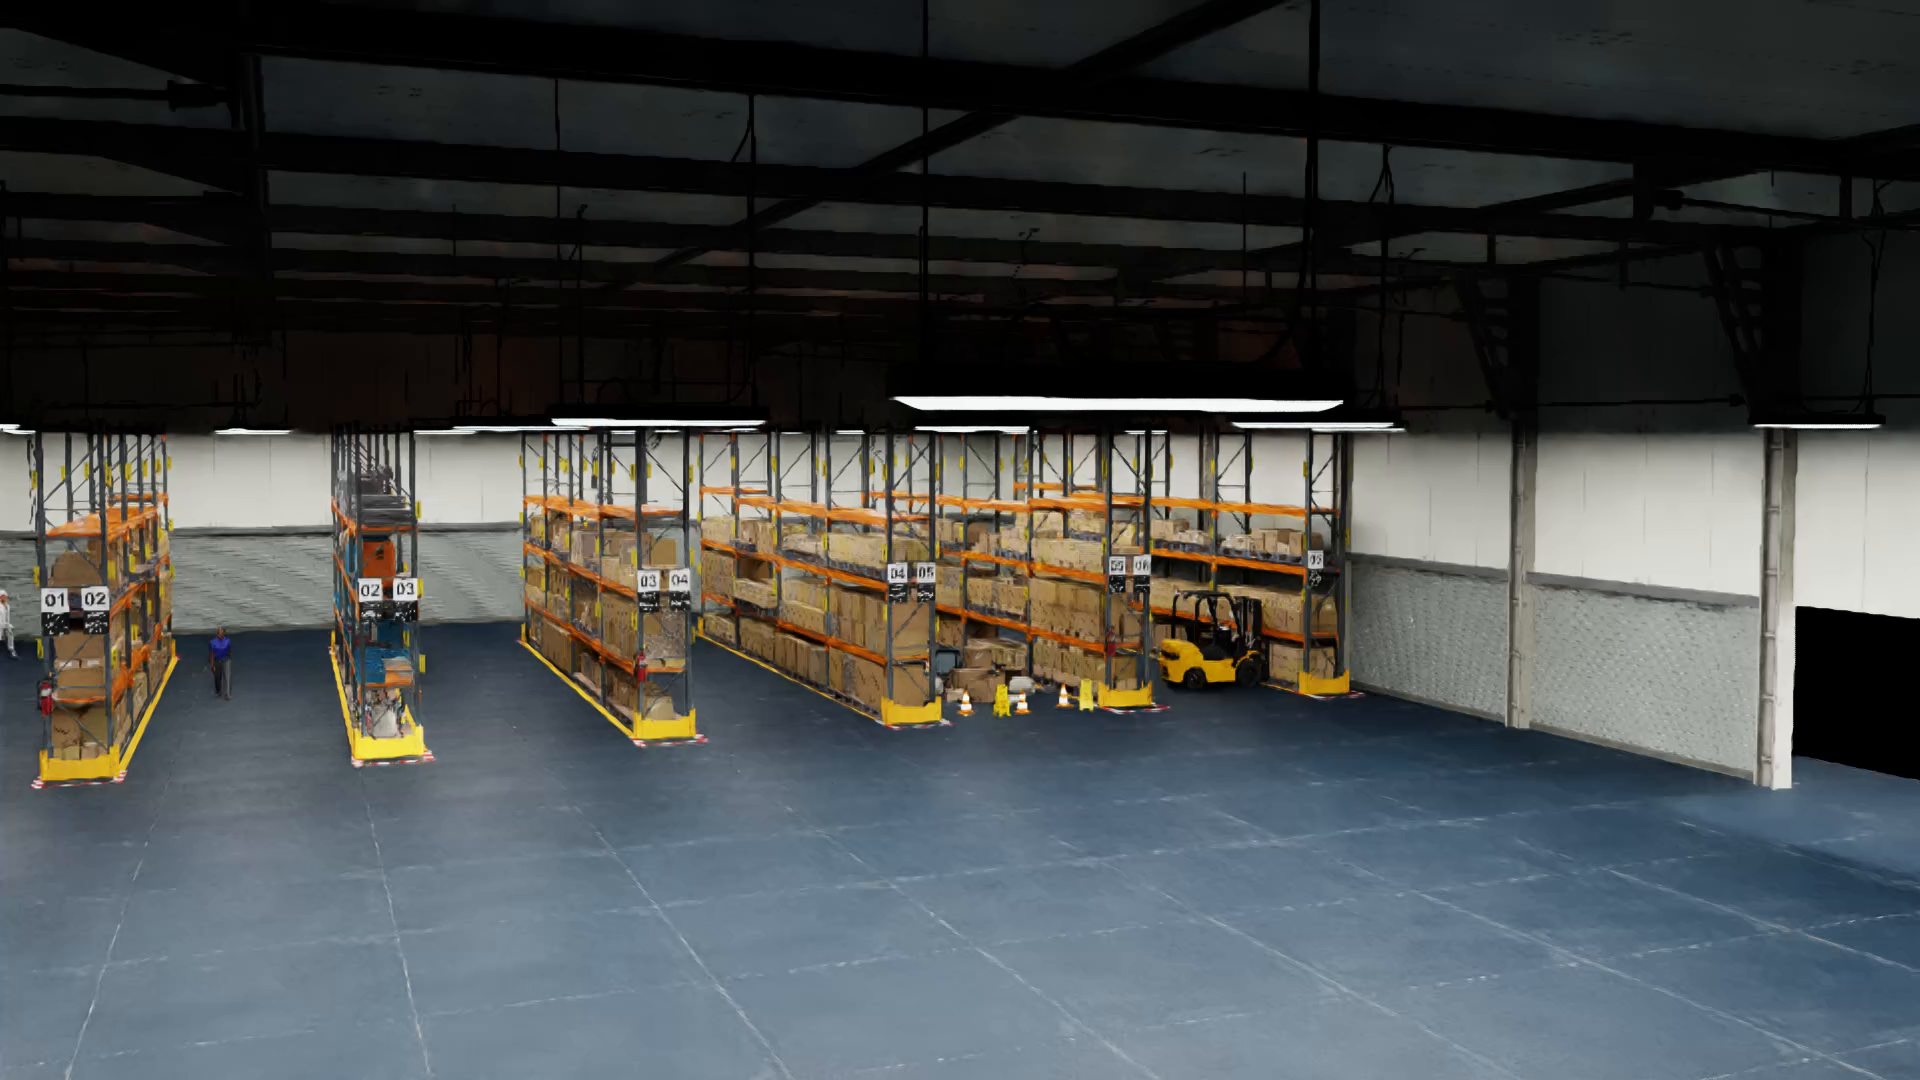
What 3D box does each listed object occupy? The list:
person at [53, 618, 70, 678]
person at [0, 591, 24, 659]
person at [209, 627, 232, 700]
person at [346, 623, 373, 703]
[{"bbox_3d":[-21.254,2.387,39.411,0.584,1.717,0.654,1,4,10],"label":"person"},{"bbox_3d":[-24.330,2.172,42.319,0.526,1.784,0.707,1,4,12],"label":"person"},{"bbox_3d":[-16.069,2.658,36.145,0.449,1.573,1.090,-2,4,-25],"label":"person"},{"bbox_3d":[-12.367,2.528,34.206,0.548,1.663,0.649,-1,4,-12],"label":"person"}]
